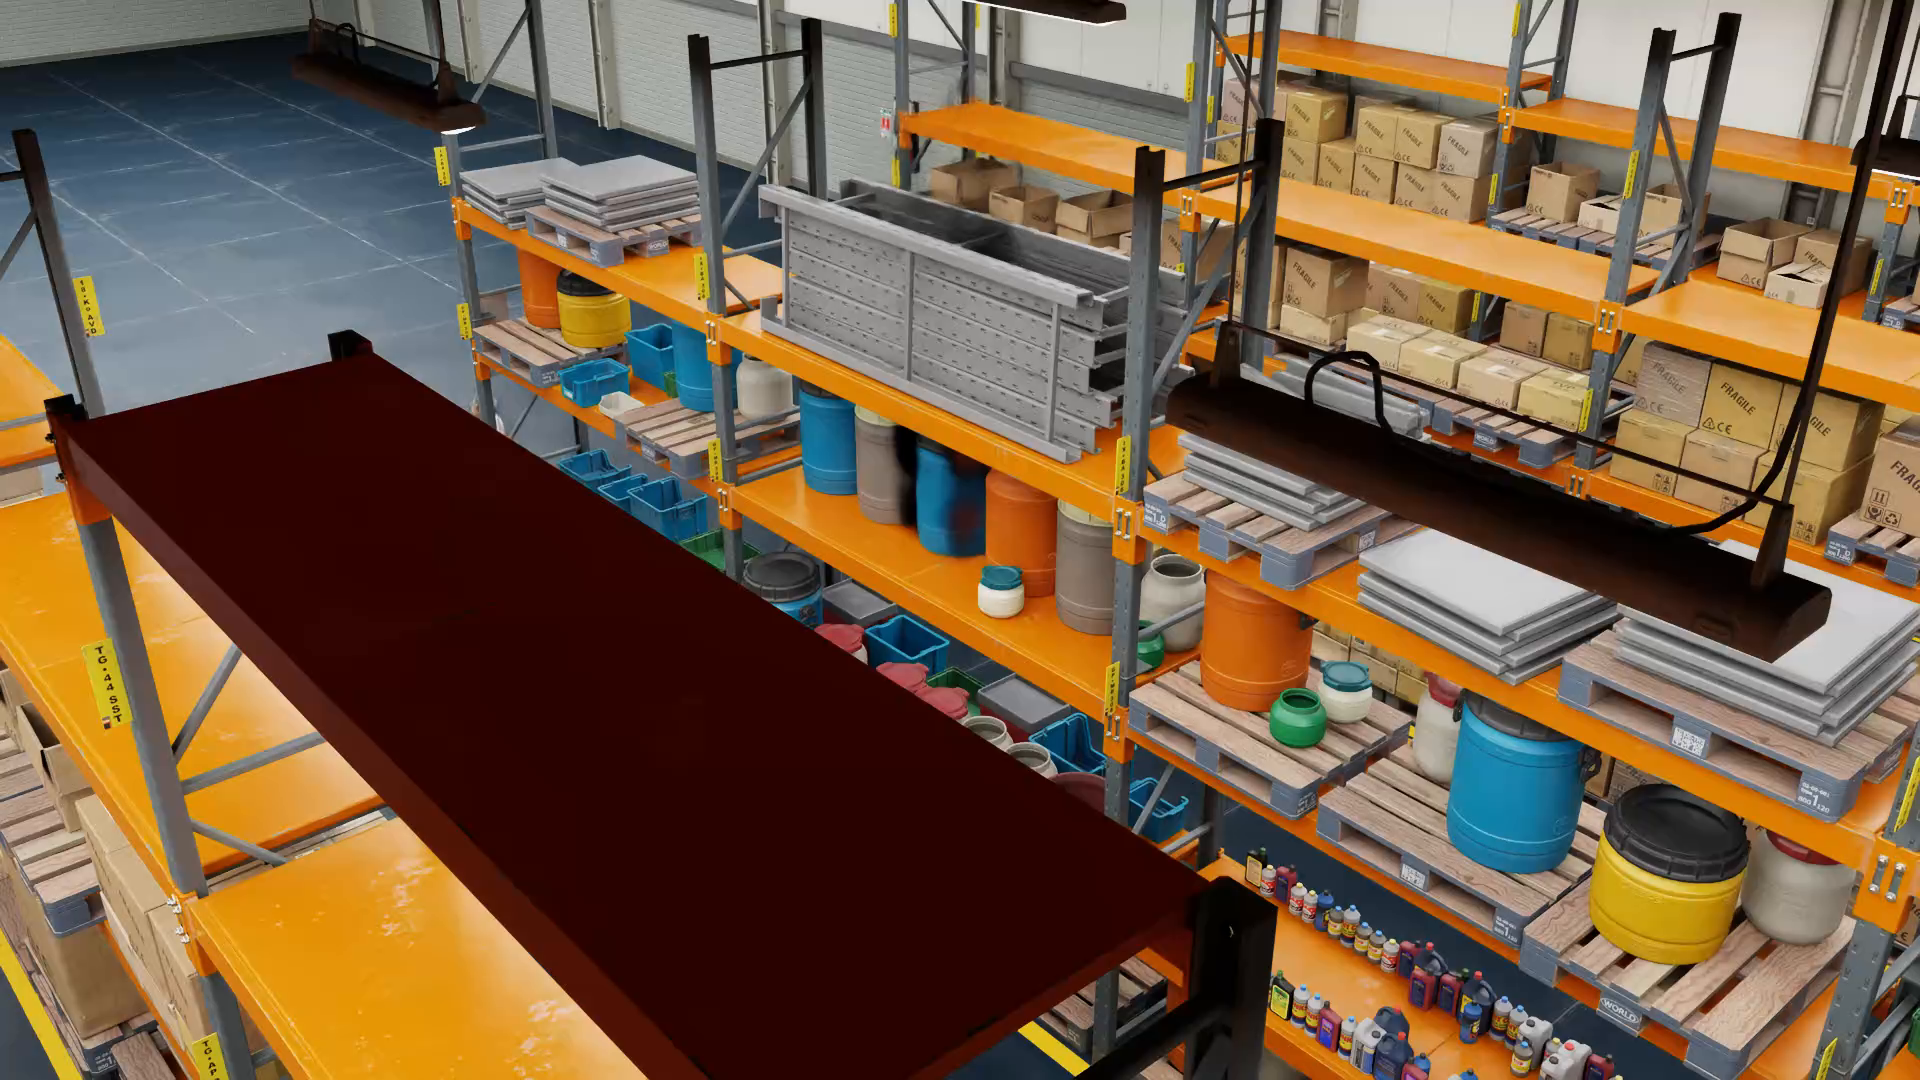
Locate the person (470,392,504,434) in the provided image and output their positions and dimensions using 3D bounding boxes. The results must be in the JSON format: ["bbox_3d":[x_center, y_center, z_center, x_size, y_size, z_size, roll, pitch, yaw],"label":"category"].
[{"bbox_3d":[-4.845,-0.755,17.233,0.762,1.698,0.641,0,27,1],"label":"person"}]
